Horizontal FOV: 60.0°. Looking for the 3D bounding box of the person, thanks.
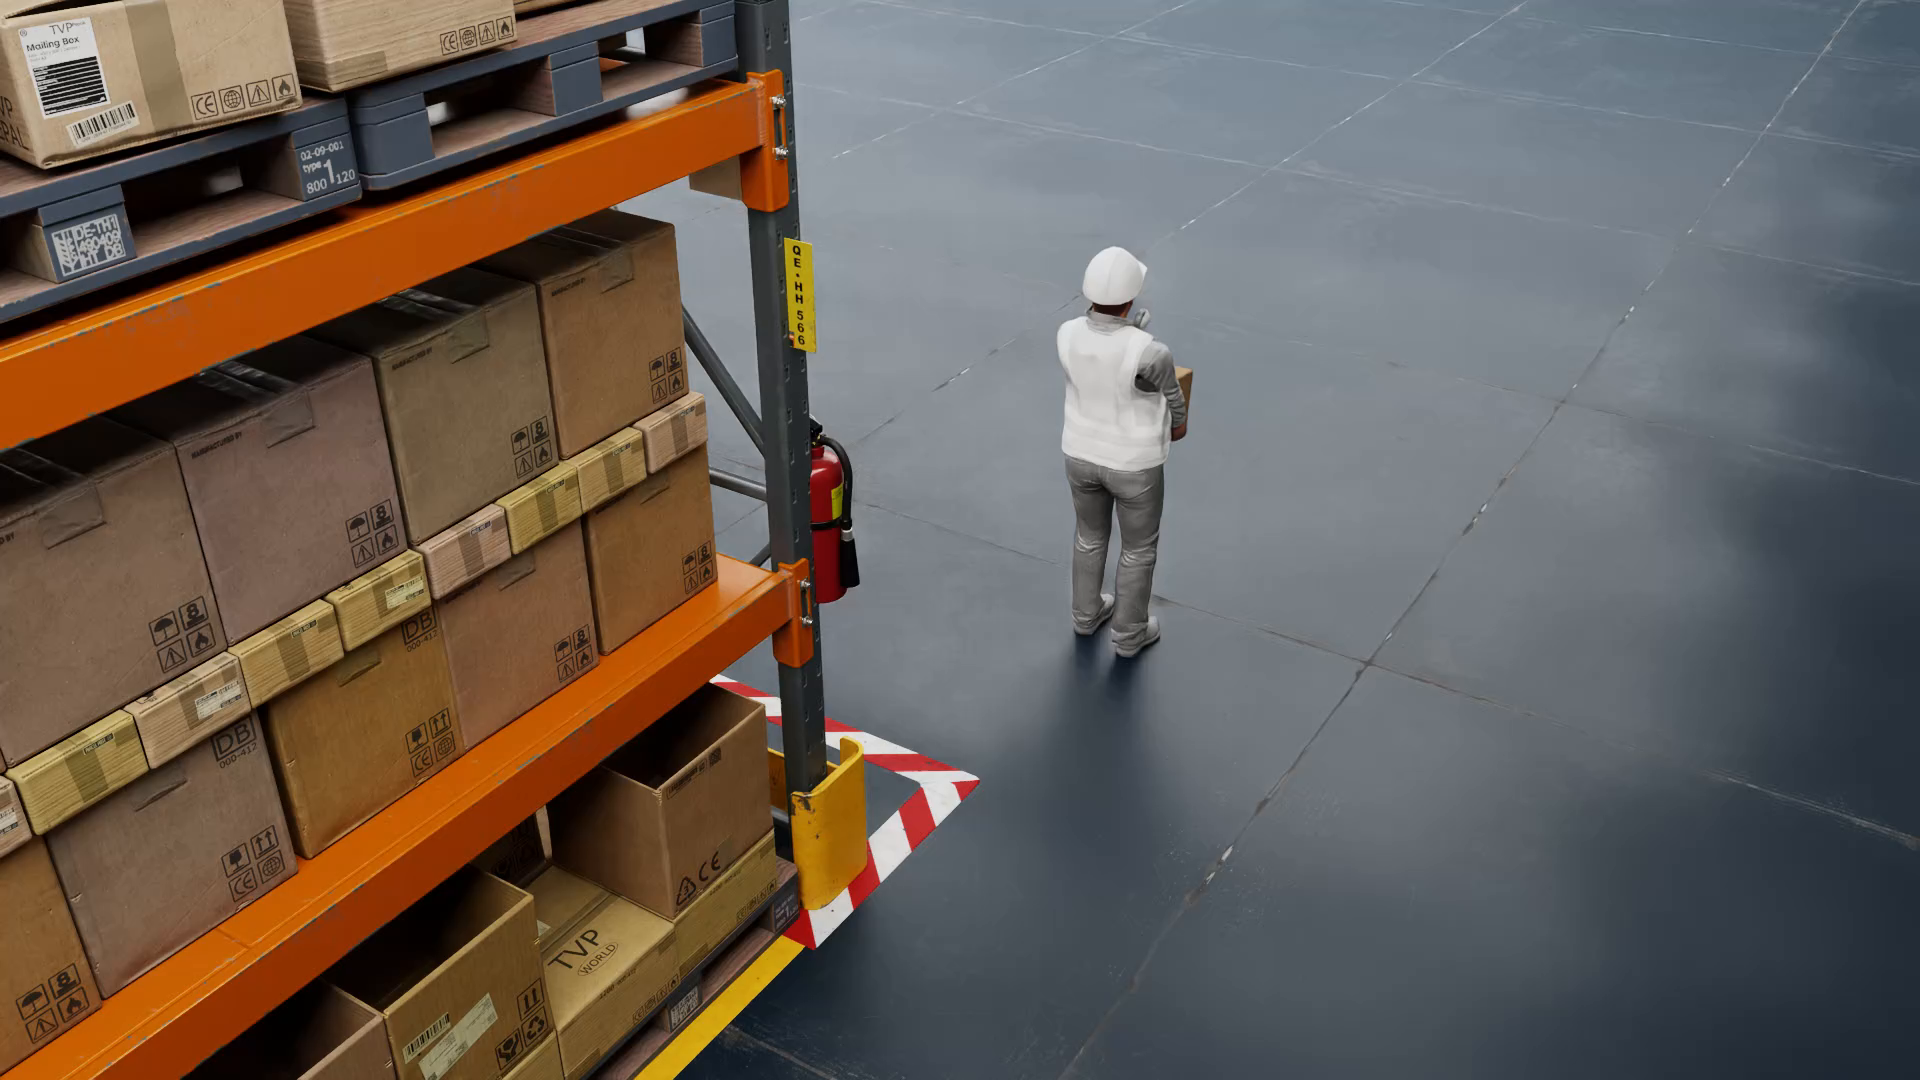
[{"bbox_3d":[0.662,-0.389,6.780,0.494,1.762,0.559,18,35,28],"label":"person"}]
